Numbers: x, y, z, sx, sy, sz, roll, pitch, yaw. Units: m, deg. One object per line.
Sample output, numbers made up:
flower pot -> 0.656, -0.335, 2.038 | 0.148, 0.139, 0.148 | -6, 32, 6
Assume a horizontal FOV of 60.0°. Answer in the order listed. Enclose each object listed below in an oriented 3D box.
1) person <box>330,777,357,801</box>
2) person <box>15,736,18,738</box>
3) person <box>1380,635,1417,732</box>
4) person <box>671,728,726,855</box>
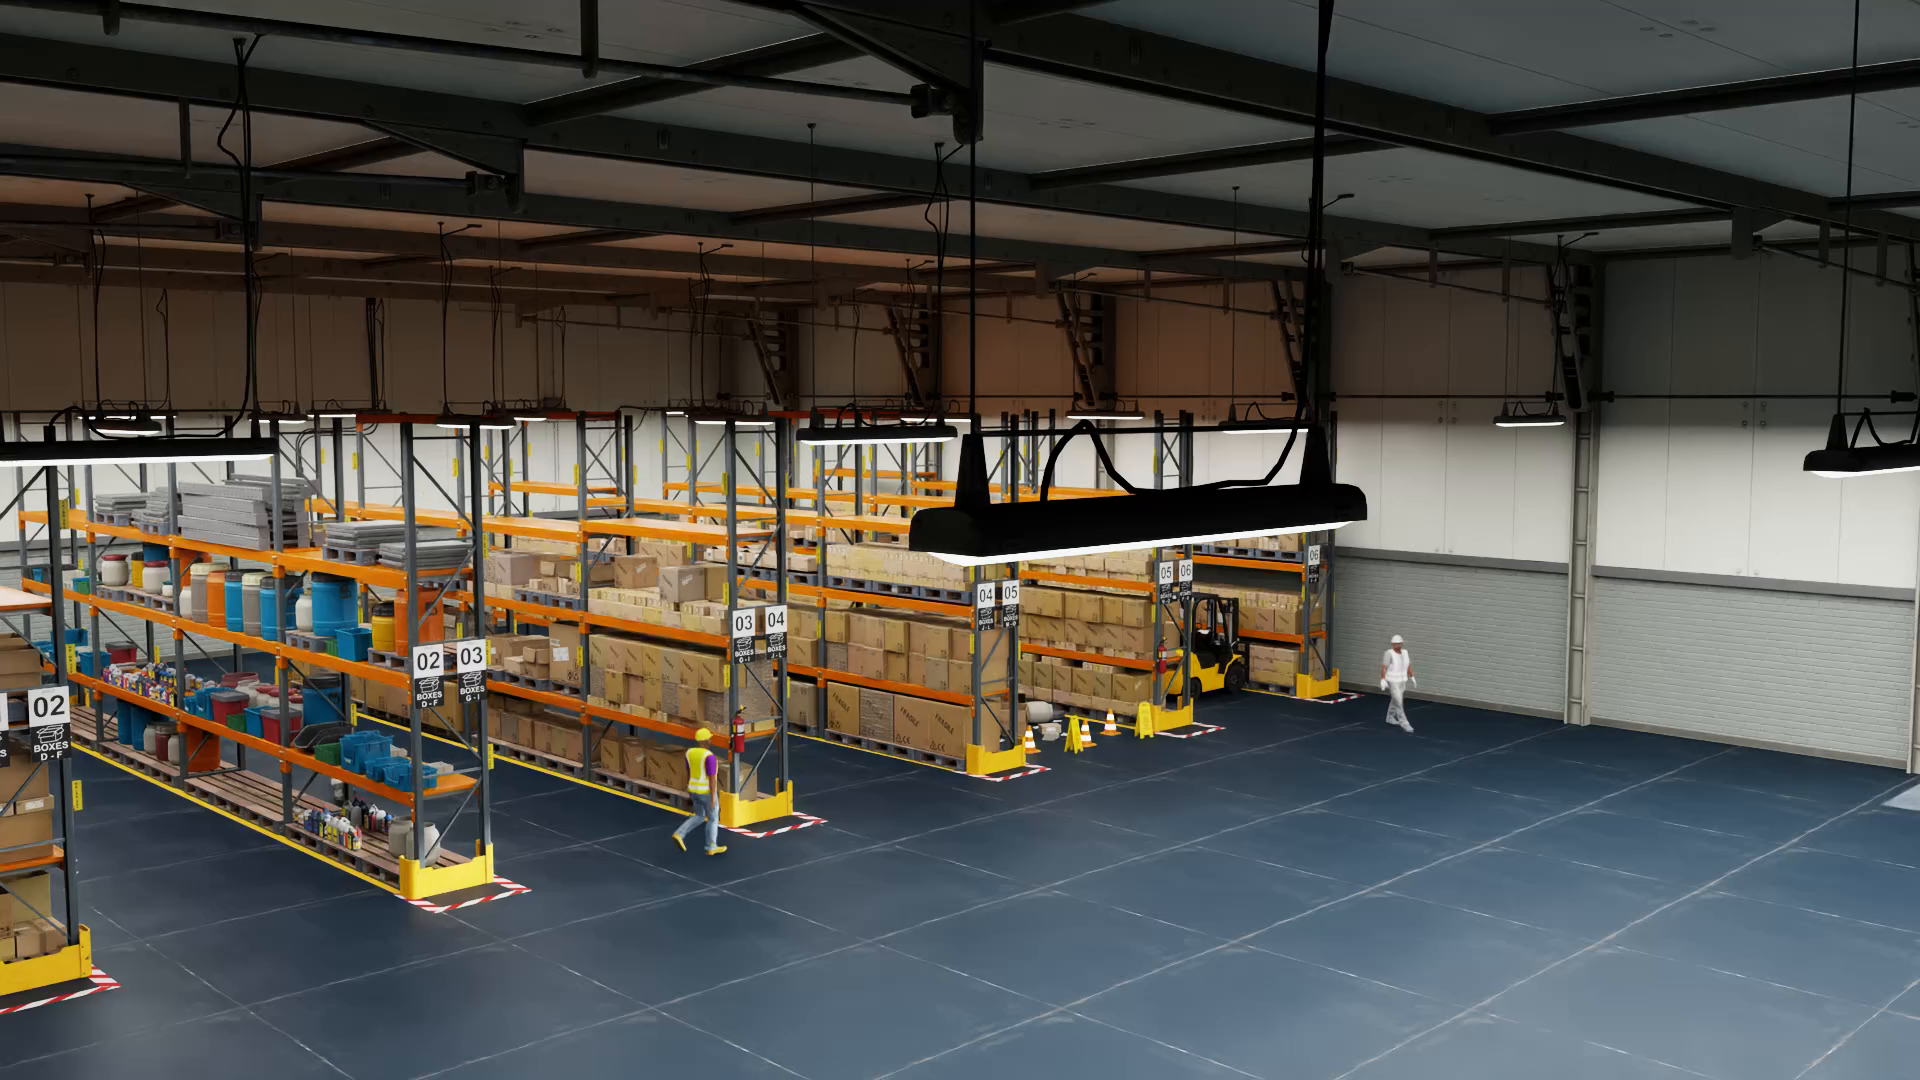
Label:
person -> -9.770, 3.175, 26.033 | 0.569, 1.779, 0.482 | -2, 5, -25
person -> -14.592, 3.254, 25.263 | 1.043, 1.704, 0.639 | 4, 6, 36
person -> 8.365, 2.702, 31.625 | 0.598, 1.785, 0.819 | -3, 6, -28
person -> -3.566, 3.464, 22.813 | 0.741, 1.752, 0.562 | -5, 7, -44
